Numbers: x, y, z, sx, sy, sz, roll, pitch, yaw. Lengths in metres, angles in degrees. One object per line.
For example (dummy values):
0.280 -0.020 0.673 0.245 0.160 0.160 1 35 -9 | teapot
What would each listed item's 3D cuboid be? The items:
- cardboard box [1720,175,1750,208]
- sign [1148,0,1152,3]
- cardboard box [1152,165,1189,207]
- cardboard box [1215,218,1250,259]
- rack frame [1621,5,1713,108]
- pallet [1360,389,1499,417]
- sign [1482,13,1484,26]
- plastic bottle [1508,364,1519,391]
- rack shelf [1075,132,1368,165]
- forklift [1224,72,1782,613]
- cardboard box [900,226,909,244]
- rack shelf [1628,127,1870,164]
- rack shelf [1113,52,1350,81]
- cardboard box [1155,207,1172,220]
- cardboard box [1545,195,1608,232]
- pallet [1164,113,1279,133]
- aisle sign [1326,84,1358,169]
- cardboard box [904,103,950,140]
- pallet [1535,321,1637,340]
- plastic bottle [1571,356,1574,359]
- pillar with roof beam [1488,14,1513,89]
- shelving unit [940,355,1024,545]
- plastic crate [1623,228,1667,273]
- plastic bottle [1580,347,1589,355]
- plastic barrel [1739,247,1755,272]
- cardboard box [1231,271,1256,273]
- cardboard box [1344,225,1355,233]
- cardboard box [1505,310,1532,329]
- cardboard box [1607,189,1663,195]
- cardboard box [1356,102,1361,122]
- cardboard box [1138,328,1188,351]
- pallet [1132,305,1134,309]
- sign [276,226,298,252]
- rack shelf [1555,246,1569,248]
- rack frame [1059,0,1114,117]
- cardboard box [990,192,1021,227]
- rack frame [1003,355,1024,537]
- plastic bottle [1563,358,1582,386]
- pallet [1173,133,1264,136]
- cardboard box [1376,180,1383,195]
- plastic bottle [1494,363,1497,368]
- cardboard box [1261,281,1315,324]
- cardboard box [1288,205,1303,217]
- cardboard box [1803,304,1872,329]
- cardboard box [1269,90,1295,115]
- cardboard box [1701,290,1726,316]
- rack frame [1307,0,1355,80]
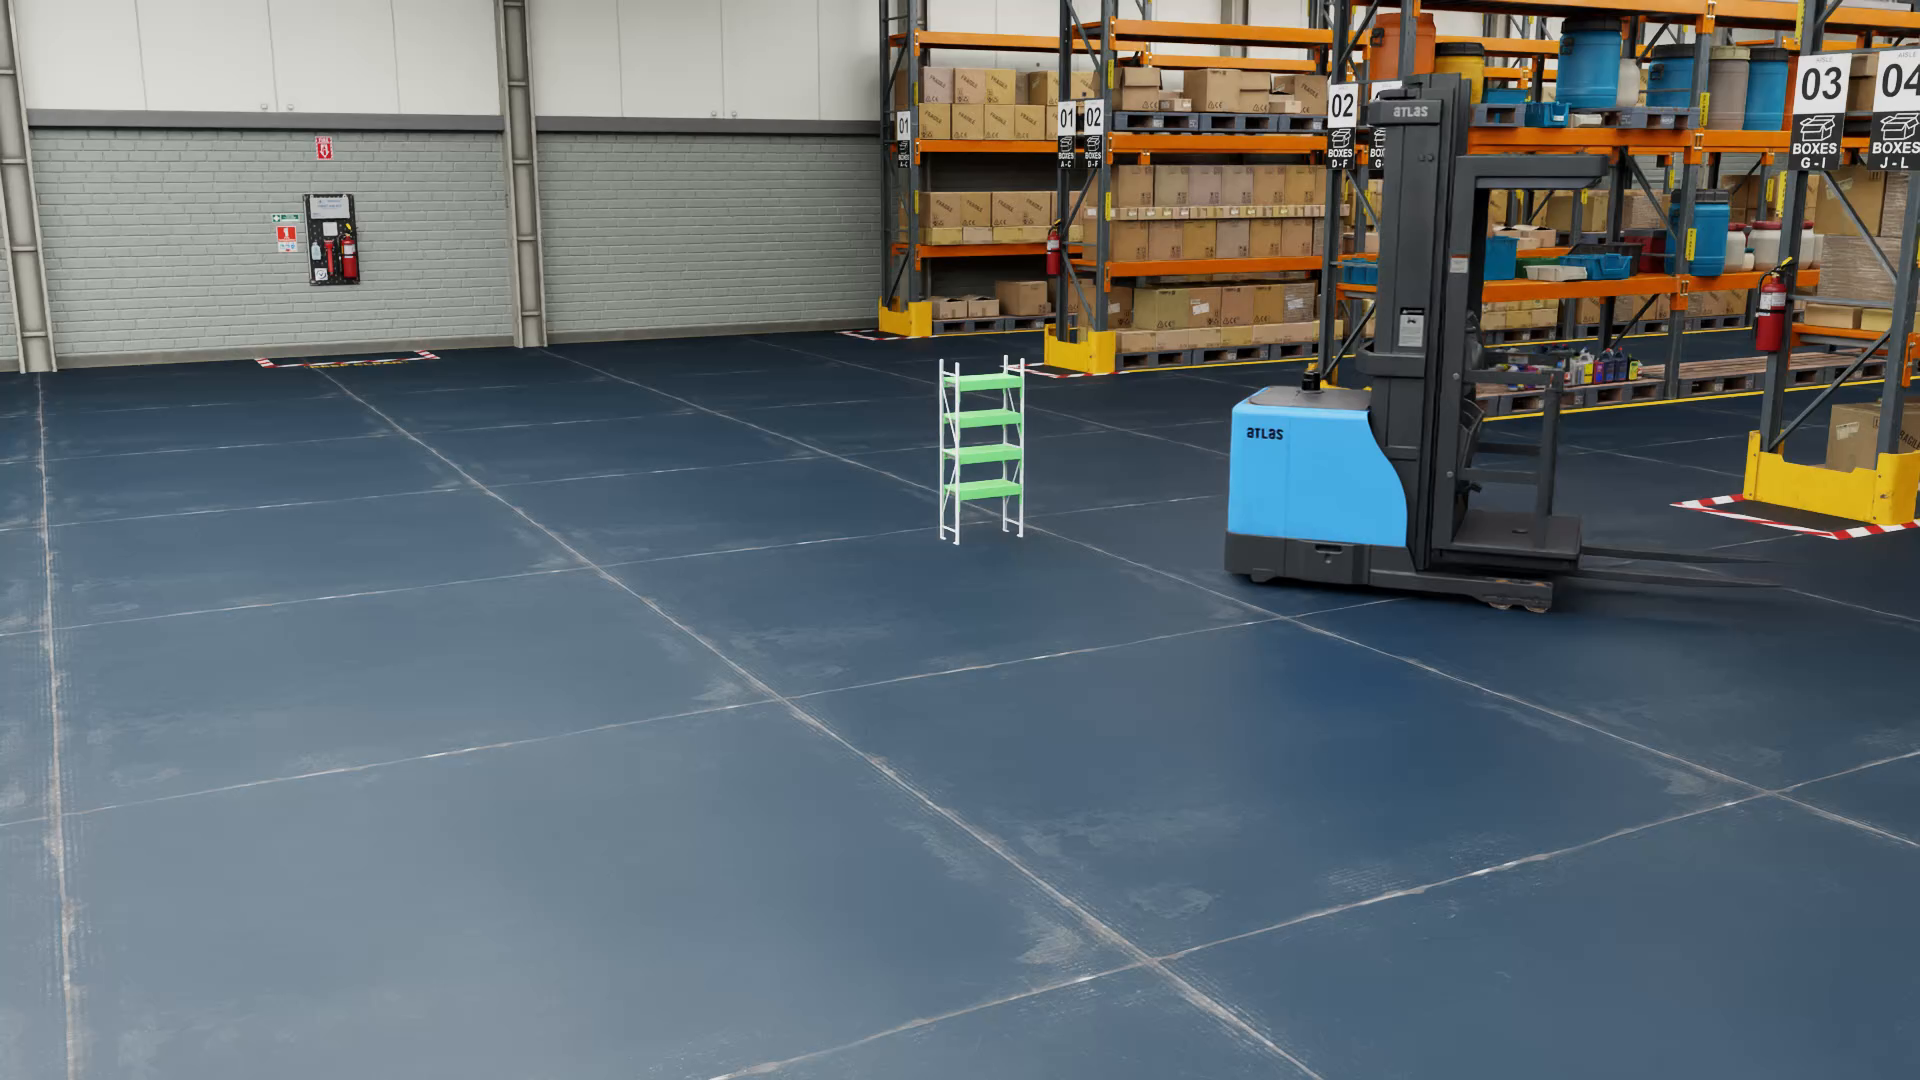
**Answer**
12.342 -5.492 26.175 0.500 0.500 0.500 -7 14 -28 | cardboard box
2.868 -8.279 25.095 0.005 0.325 0.100 -7 14 -28 | sign
2.411 -4.380 20.557 0.500 0.500 0.700 -7 15 -29 | cardboard box
3.263 -3.849 21.150 0.500 0.500 0.700 -6 14 -26 | cardboard box
7.371 -5.982 17.196 0.127 3.000 1.000 -7 14 -28 | rack frame
4.619 -1.376 16.742 1.213 0.211 1.003 -7 14 -28 | pallet
9.401 -9.376 29.786 0.005 0.325 0.100 -7 14 -28 | sign
5.600 -1.649 16.817 0.097 0.271 0.097 0 13 0 | plastic bottle
3.245 -4.913 20.913 4.000 0.370 1.077 -7 14 -28 | rack shelf
3.158 -1.155 9.567 3.031 2.935 1.130 5 14 21 | forklift
-0.570 -4.567 24.867 0.500 0.250 0.500 -7 14 -27 | cardboard box
9.126 -4.378 18.539 4.000 0.370 1.077 -7 14 -28 | rack shelf
4.379 -7.556 26.737 4.000 0.370 1.077 -7 14 -28 | rack shelf
2.387 -4.009 20.386 0.250 0.149 0.380 -7 14 -28 | cardboard box
9.010 -4.773 24.302 0.700 0.500 0.500 11 17 41 | cardboard box
3.195 -5.209 20.791 1.213 0.211 1.003 -7 14 -28 | pallet
3.654 -3.953 15.920 0.004 0.787 0.394 -7 14 -28 | aisle sign
-0.474 -6.053 24.068 0.500 0.500 0.500 -6 14 -26 | cardboard box
9.185 -3.142 24.591 1.213 0.211 1.003 -7 14 -28 | pallet
6.420 -1.785 17.392 0.133 0.283 0.061 -7 14 -28 | plastic bottle
11.908 -8.144 26.801 0.400 9.000 9.100 -7 14 -28 | pillar with roof beam
0.145 -0.603 11.055 0.503 1.200 0.258 -7 14 -28 | shelving unit
7.649 -3.197 18.336 0.583 0.464 0.402 -7 14 -28 | plastic crate
6.881 -1.990 18.332 0.097 0.271 0.097 0 13 0 | plastic bottle
8.606 -3.098 18.357 0.301 0.262 0.301 0 13 0 | plastic barrel
4.548 -4.558 27.513 0.500 0.250 0.500 -7 14 -28 | cardboard box
6.535 -5.263 28.189 0.250 0.149 0.380 -7 14 -29 | cardboard box
7.716 -3.138 23.525 0.500 0.250 0.500 -7 14 -29 | cardboard box
12.714 -6.318 31.668 0.700 0.700 0.980 -6 14 -25 | cardboard box
5.546 -5.669 22.019 0.500 0.250 0.500 -5 14 -22 | cardboard box
2.504 -2.520 20.781 0.500 0.250 0.500 -7 14 -28 | cardboard box
3.306 -3.687 27.010 1.213 0.211 1.003 -7 14 -28 | pallet
-8.676 -3.880 21.435 0.234 0.329 0.001 -7 14 -28 | sign
10.267 -4.291 24.982 4.000 0.370 1.077 -7 14 -28 | rack shelf
1.490 -6.517 19.569 0.127 3.000 1.000 -7 14 -28 | rack frame
0.571 -4.942 24.825 0.500 0.500 0.500 -7 15 -30 | cardboard box
0.359 -0.628 11.169 0.015 1.200 0.240 -7 14 -28 | rack frame
6.347 -1.748 17.244 0.135 0.276 0.152 -7 14 -27 | plastic bottle
4.125 -6.491 26.714 1.003 0.211 1.213 -7 14 -28 | pallet
7.128 -6.010 28.323 0.500 0.250 0.500 -7 14 -29 | cardboard box
5.618 -1.834 17.629 0.135 0.276 0.152 -7 15 -29 | plastic bottle
4.254 -3.099 21.644 0.500 0.500 0.500 -7 14 -28 | cardboard box
4.188 -4.224 21.343 0.250 0.149 0.380 -7 14 -28 | cardboard box
6.384 -1.627 12.081 0.250 0.149 0.380 -7 14 -28 | cardboard box
3.958 -5.645 21.455 0.500 0.311 0.500 -8 15 -31 | cardboard box
11.289 -3.690 25.364 0.500 0.500 0.500 -7 14 -28 | cardboard box
6.135 -8.312 27.549 0.127 3.000 1.000 -7 14 -28 | rack frame
